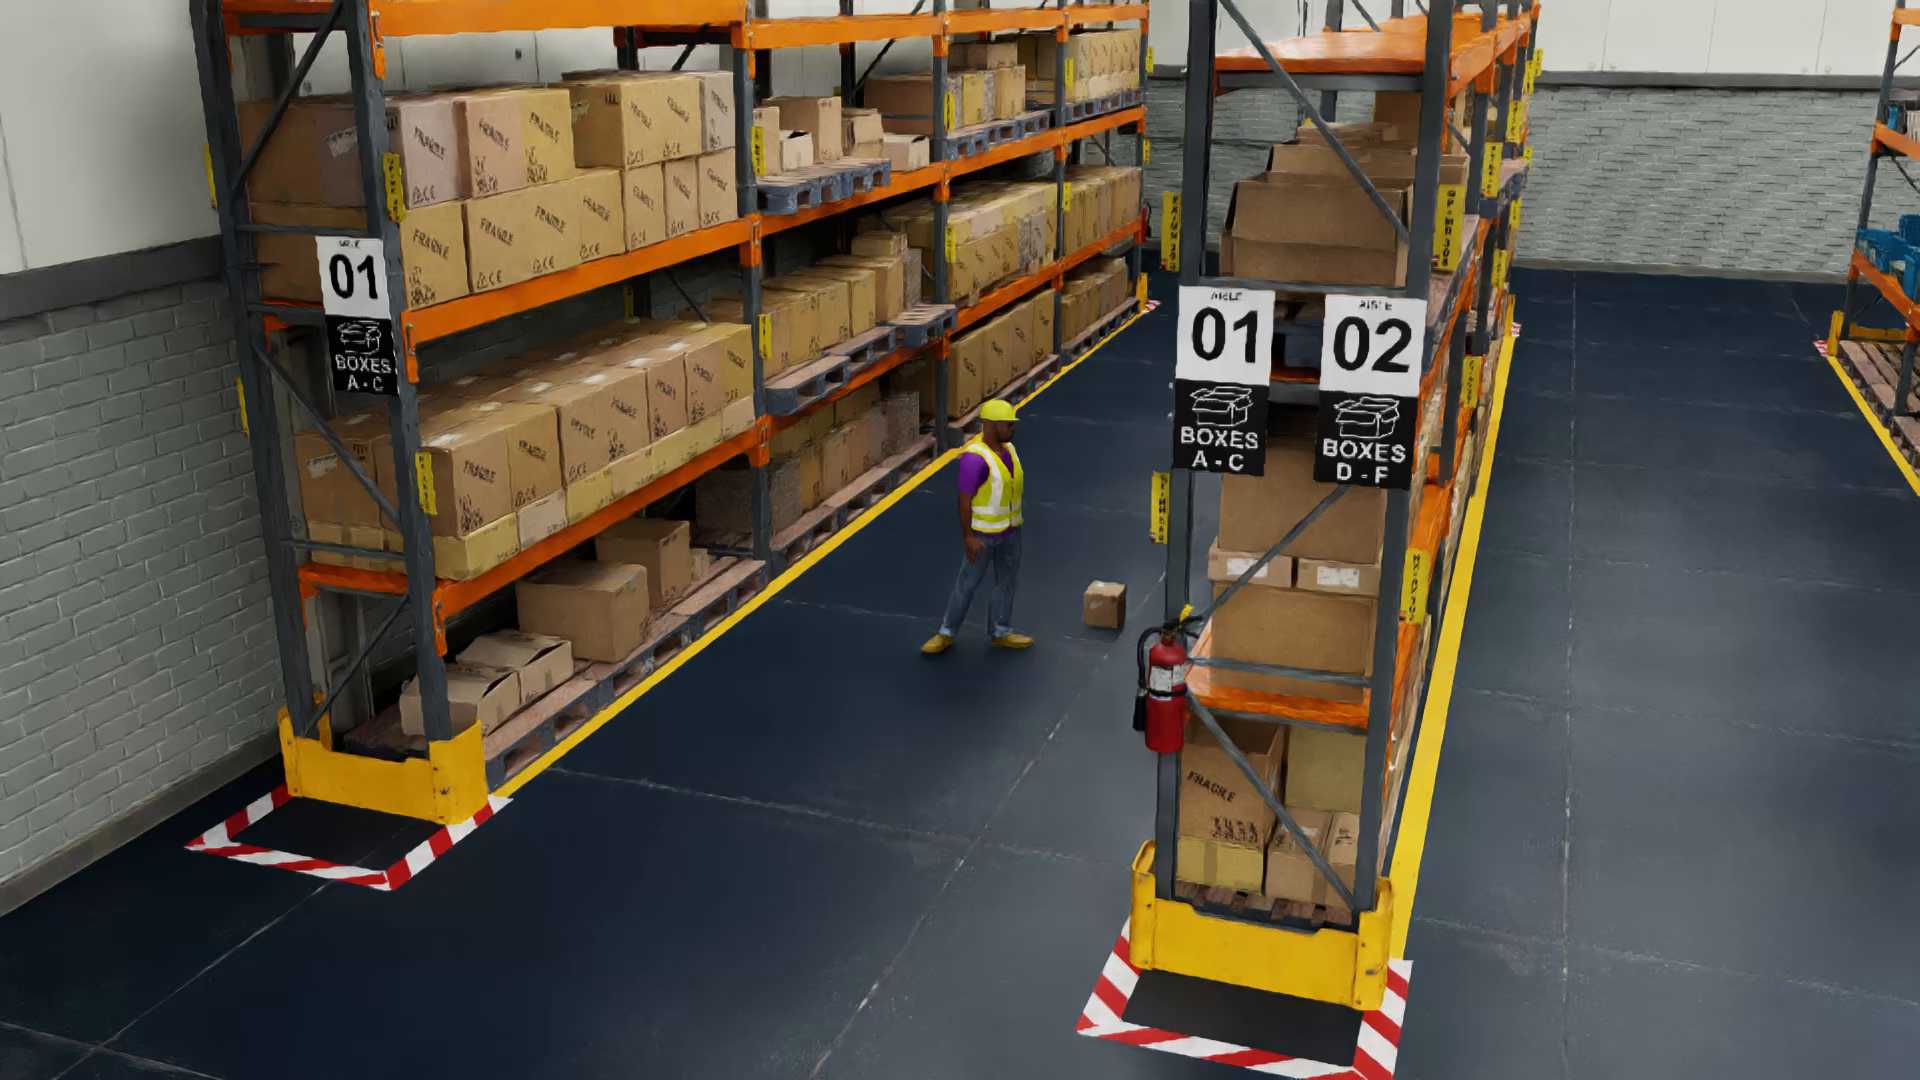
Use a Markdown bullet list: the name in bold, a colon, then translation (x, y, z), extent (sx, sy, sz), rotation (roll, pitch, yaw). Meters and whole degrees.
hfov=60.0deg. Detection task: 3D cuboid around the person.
- **person**: translation (0.120, -0.068, 11.233), extent (0.494, 1.772, 0.724), rotation (17, 25, 41)
